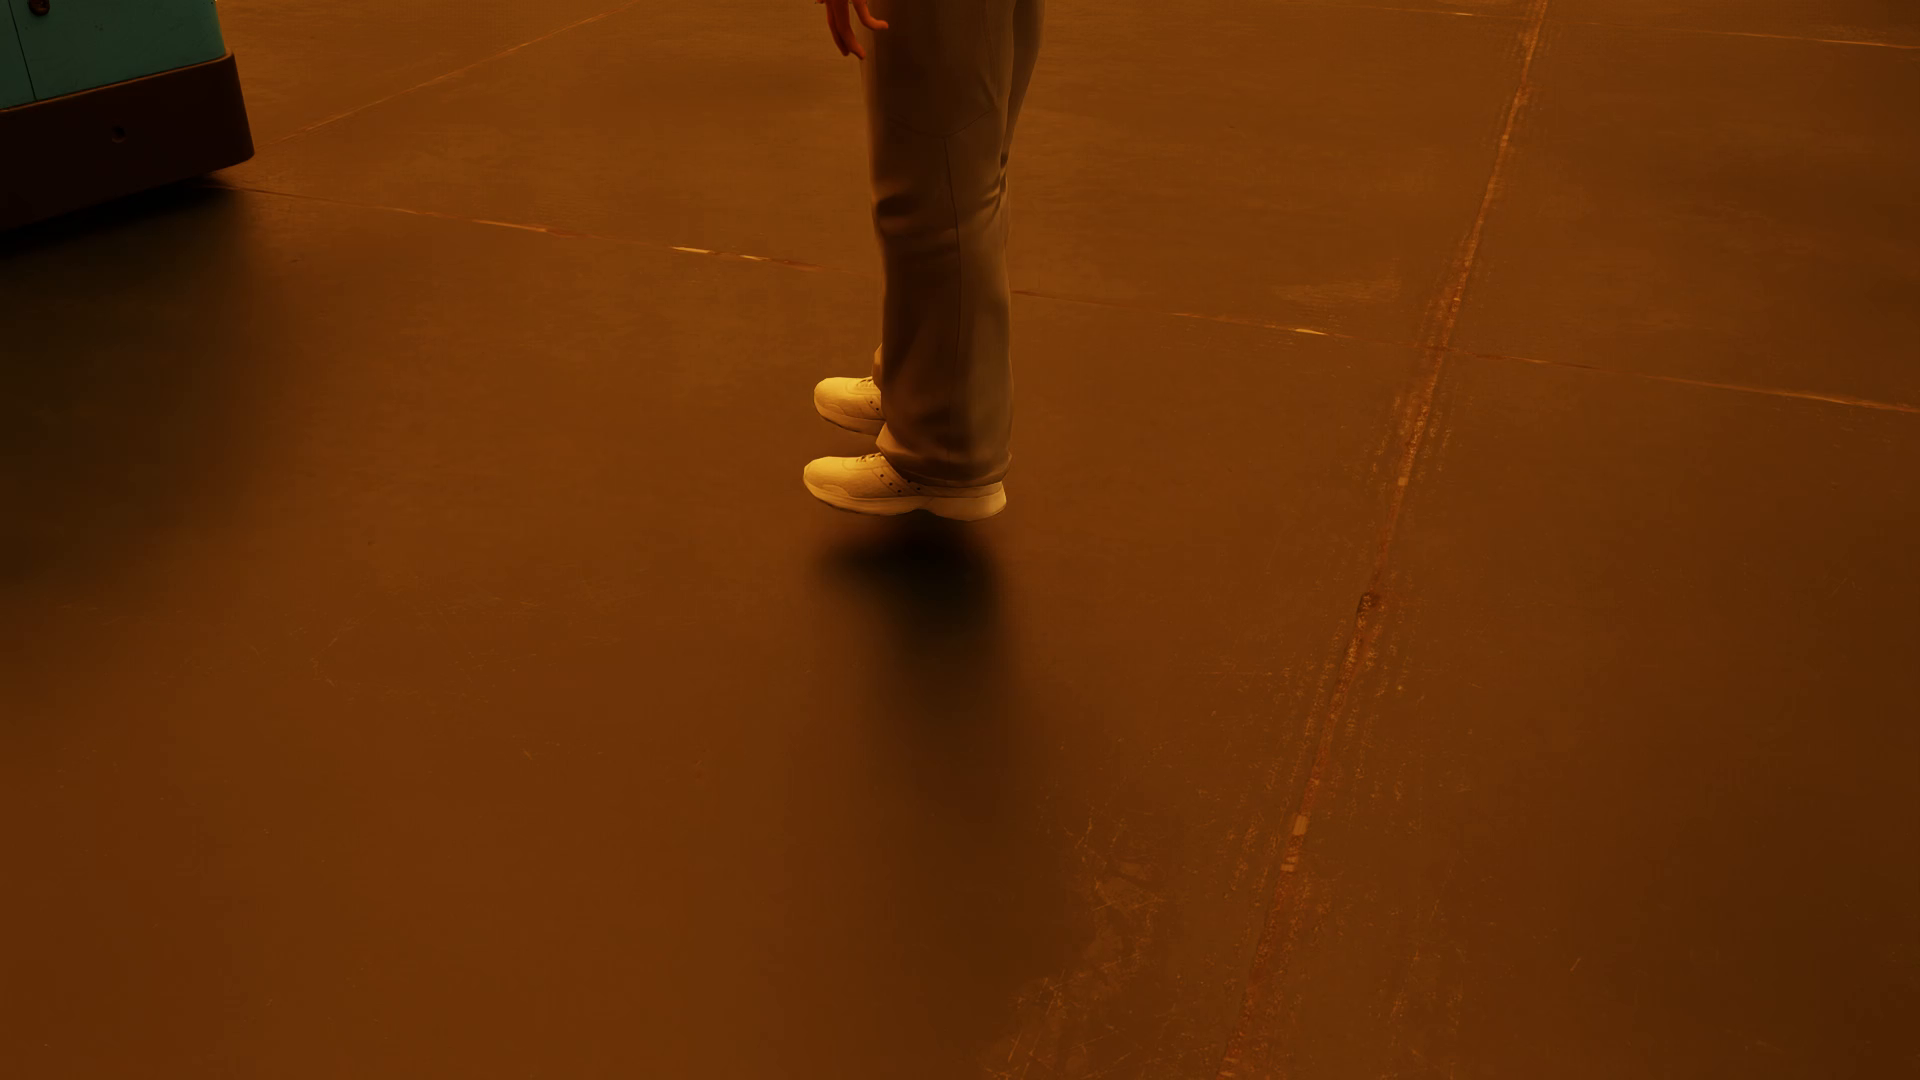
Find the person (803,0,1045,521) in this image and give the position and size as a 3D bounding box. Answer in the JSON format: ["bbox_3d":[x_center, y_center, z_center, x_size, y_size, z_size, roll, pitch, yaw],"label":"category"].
[{"bbox_3d":[-0.065,-0.790,2.097,0.547,1.673,0.549,10,31,18],"label":"person"}]

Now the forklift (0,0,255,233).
[{"bbox_3d":[-3.204,-2.324,3.629,3.031,2.935,1.130,18,34,28],"label":"forklift"}]
